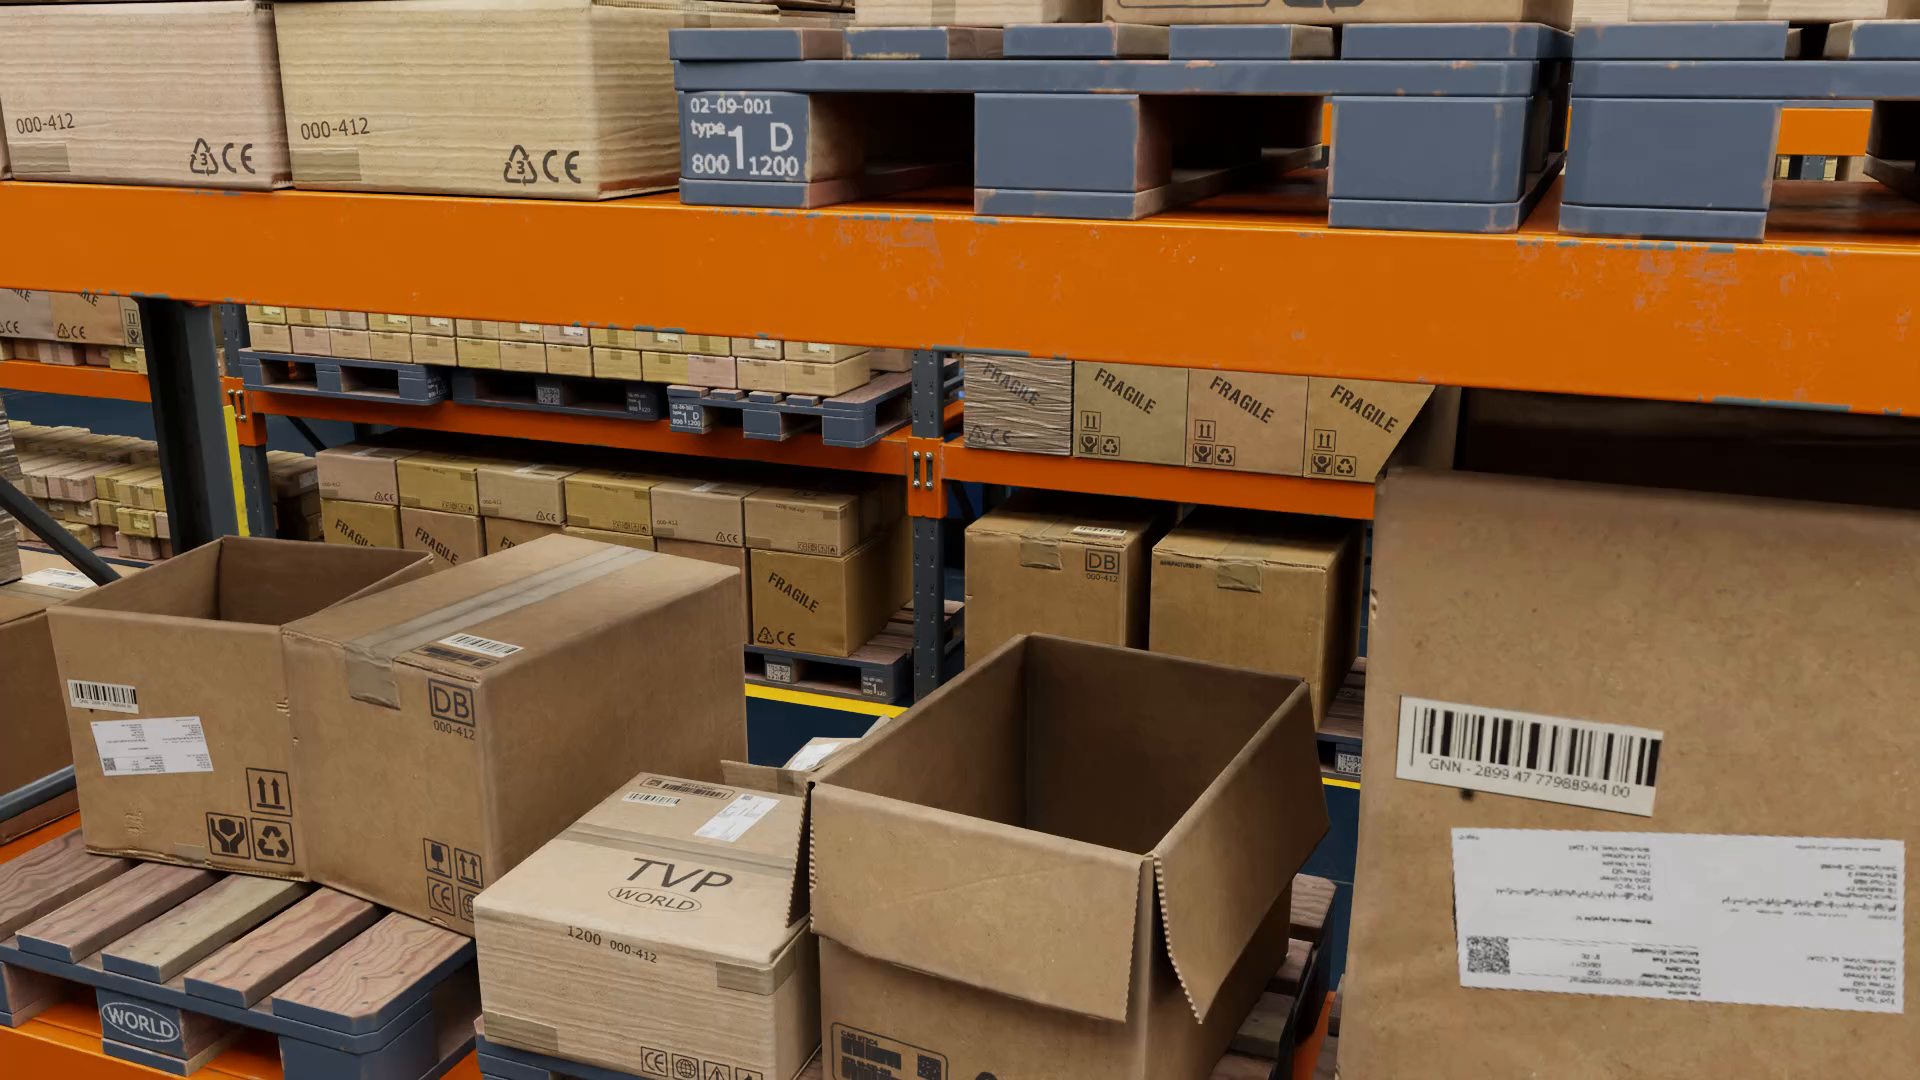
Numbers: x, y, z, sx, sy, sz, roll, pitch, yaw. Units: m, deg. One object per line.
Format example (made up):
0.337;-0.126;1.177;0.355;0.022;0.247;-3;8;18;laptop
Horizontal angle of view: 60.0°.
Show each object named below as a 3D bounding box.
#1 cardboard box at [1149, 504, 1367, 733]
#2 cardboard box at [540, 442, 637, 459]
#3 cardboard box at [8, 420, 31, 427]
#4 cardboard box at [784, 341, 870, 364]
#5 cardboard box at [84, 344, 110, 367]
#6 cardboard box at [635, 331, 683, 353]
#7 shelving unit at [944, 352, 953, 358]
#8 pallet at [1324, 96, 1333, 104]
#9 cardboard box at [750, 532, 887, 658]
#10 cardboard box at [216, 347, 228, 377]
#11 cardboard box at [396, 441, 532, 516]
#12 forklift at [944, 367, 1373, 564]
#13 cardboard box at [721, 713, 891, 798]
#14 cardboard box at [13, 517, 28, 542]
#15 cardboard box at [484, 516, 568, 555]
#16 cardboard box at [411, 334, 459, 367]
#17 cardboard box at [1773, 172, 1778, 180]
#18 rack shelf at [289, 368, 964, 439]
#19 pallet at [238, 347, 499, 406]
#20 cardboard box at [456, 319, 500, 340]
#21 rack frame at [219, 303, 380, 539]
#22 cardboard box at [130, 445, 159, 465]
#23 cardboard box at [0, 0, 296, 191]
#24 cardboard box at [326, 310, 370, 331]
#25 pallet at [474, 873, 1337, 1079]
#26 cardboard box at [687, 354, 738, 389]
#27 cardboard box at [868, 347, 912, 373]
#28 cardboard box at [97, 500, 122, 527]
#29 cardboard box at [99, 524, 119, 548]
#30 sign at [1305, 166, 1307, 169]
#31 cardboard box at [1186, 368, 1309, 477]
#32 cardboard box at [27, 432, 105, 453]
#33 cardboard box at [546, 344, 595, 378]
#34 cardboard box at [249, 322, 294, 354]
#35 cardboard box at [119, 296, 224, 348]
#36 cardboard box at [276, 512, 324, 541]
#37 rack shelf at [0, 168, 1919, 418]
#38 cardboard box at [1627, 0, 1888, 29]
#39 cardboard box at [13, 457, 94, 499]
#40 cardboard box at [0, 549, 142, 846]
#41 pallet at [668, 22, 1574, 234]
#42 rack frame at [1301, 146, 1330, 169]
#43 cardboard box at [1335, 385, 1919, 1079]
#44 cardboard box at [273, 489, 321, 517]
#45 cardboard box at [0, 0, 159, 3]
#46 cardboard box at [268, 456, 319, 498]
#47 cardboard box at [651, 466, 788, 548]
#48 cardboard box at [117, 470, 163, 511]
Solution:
1.368;0.293;7.566;0.750;0.750;1.050;7;17;21;cardboard box
-1.945;-0.413;9.103;0.500;0.250;0.500;5;17;18;cardboard box
-6.336;-0.674;10.908;0.250;0.149;0.380;6;17;19;cardboard box
-0.606;-0.916;7.613;0.250;0.149;0.380;7;17;22;cardboard box
-4.773;-1.102;9.540;0.250;0.149;0.380;6;17;19;cardboard box
-1.333;-0.995;7.885;0.250;0.149;0.380;6;17;21;cardboard box
-0.345;-1.037;10.481;0.503;2.100;0.431;5;17;16;shelving unit
1.680;-1.944;6.948;1.213;0.211;1.003;7;18;23;pallet
-0.688;0.239;8.199;0.500;0.500;0.500;6;17;20;cardboard box
-4.052;-1.017;9.247;0.250;0.149;0.380;6;17;20;cardboard box
-2.614;-0.332;8.824;0.500;0.250;0.500;7;18;22;cardboard box
1.335;-1.277;9.816;3.031;2.935;1.130;5;17;16;forklift
-0.243;0.480;3.129;0.258;0.266;0.396;6;17;19;cardboard box
-5.608;-0.119;10.065;0.250;0.149;0.380;6;17;21;cardboard box
-2.125;0.078;8.756;0.500;0.500;0.500;7;17;22;cardboard box
-2.542;-0.985;8.384;0.250;0.149;0.380;5;17;18;cardboard box
7.675;-3.326;15.407;0.250;0.149;0.380;6;17;20;cardboard box
-1.840;-0.713;8.689;3.809;0.124;0.919;6;17;21;rack shelf
-3.043;-0.961;8.948;1.213;0.211;1.003;6;17;21;pallet
-2.281;-1.100;8.248;0.250;0.149;0.380;6;17;20;cardboard box
-3.701;-1.169;9.320;0.127;3.000;1.000;6;17;21;rack frame
-4.891;-0.501;10.312;0.250;0.149;0.380;7;17;22;cardboard box
-1.072;-0.686;2.544;0.500;0.250;0.500;7;17;22;cardboard box
-3.021;-1.181;8.526;0.250;0.149;0.380;7;17;22;cardboard box
-0.037;0.800;2.881;1.213;0.211;1.003;6;17;21;pallet
-1.077;-0.824;7.830;0.250;0.149;0.380;7;17;22;cardboard box
-0.322;-0.939;8.225;0.250;0.149;0.380;6;17;20;cardboard box
-4.820;-0.193;9.784;0.250;0.149;0.380;6;17;21;cardboard box
-4.871;-0.070;9.896;0.250;0.149;0.380;6;17;19;cardboard box
3.370;-3.718;16.166;0.005;0.325;0.100;6;17;21;sign
1.282;-0.589;7.143;0.500;0.500;0.500;6;17;21;cardboard box
-5.644;-0.562;10.523;0.250;0.149;0.380;6;17;19;cardboard box
-1.798;-0.905;8.107;0.250;0.149;0.380;7;18;22;cardboard box
-3.503;-1.090;8.747;0.250;0.149;0.380;5;17;18;cardboard box
-4.254;-1.336;9.183;0.500;0.500;0.500;6;17;21;cardboard box
-3.921;-0.122;10.075;0.250;0.149;0.380;5;17;18;cardboard box
-0.033;-0.374;2.493;4.000;0.370;1.077;6;17;21;rack shelf
0.916;-0.723;1.890;0.258;0.266;0.396;7;18;23;cardboard box
-5.367;-0.371;9.863;0.250;0.149;0.380;6;17;19;cardboard box
-2.246;0.348;3.916;0.500;0.500;0.500;7;18;22;cardboard box
0.326;-0.621;2.389;1.003;0.211;1.213;6;17;21;pallet
3.560;-3.342;16.804;0.127;3.000;1.000;6;17;21;rack frame
1.140;0.318;2.369;1.000;1.000;1.000;6;17;21;cardboard box
-3.920;-0.265;10.031;0.250;0.149;0.380;7;18;23;cardboard box
-1.080;-1.045;2.436;0.500;0.500;0.500;6;17;21;cardboard box
-3.945;-0.376;9.883;0.250;0.149;0.380;7;18;23;cardboard box
-1.186;-0.172;8.271;0.500;0.250;0.500;7;17;21;cardboard box
-4.614;-0.296;9.605;0.250;0.149;0.380;6;17;20;cardboard box
